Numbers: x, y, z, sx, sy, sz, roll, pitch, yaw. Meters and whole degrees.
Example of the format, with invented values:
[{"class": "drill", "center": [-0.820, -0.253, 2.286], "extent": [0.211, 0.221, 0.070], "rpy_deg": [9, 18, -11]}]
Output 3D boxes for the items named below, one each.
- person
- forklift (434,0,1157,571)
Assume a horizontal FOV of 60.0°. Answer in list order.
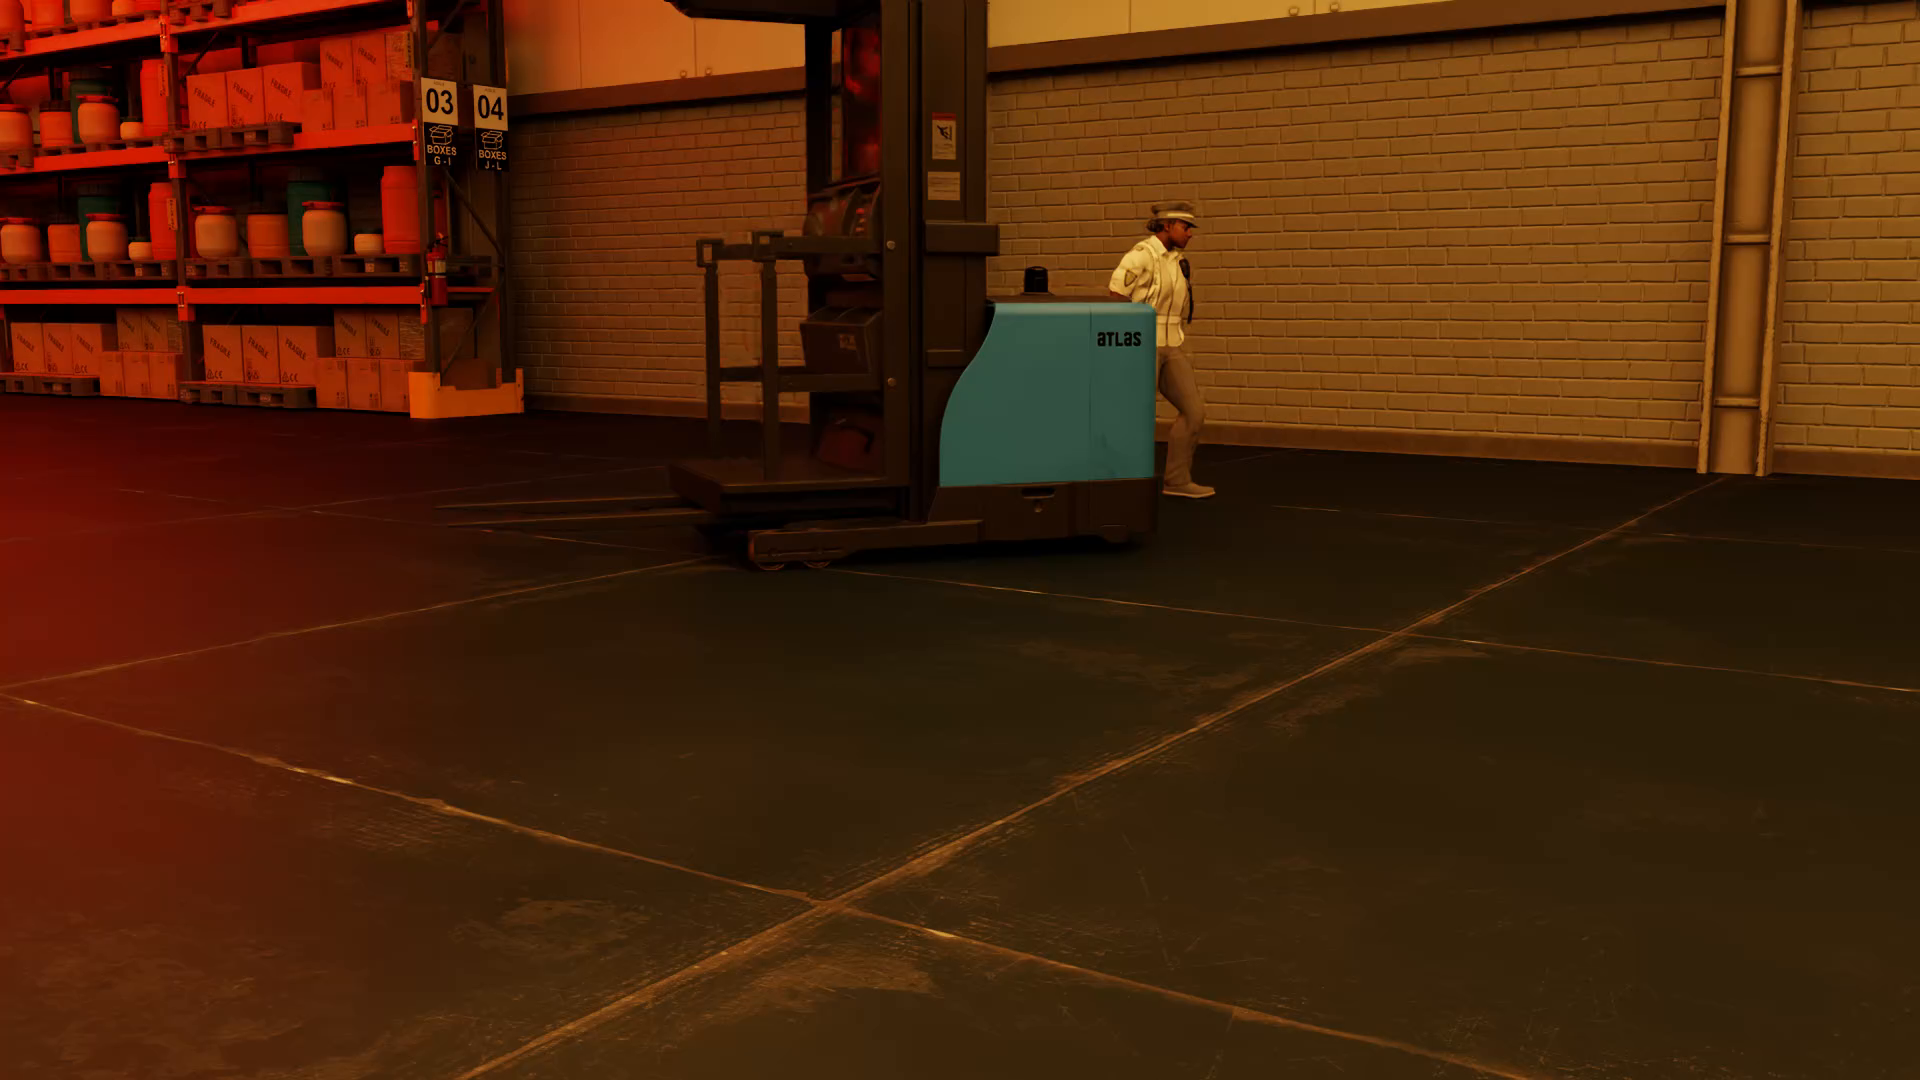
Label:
[{"class": "person", "center": [1.047, -1.001, 8.996], "extent": [0.796, 1.634, 0.427], "rpy_deg": [-7, 11, -41]}, {"class": "forklift", "center": [-0.694, -1.408, 7.096], "extent": [3.031, 2.935, 1.130], "rpy_deg": [-3, 9, -21]}]
